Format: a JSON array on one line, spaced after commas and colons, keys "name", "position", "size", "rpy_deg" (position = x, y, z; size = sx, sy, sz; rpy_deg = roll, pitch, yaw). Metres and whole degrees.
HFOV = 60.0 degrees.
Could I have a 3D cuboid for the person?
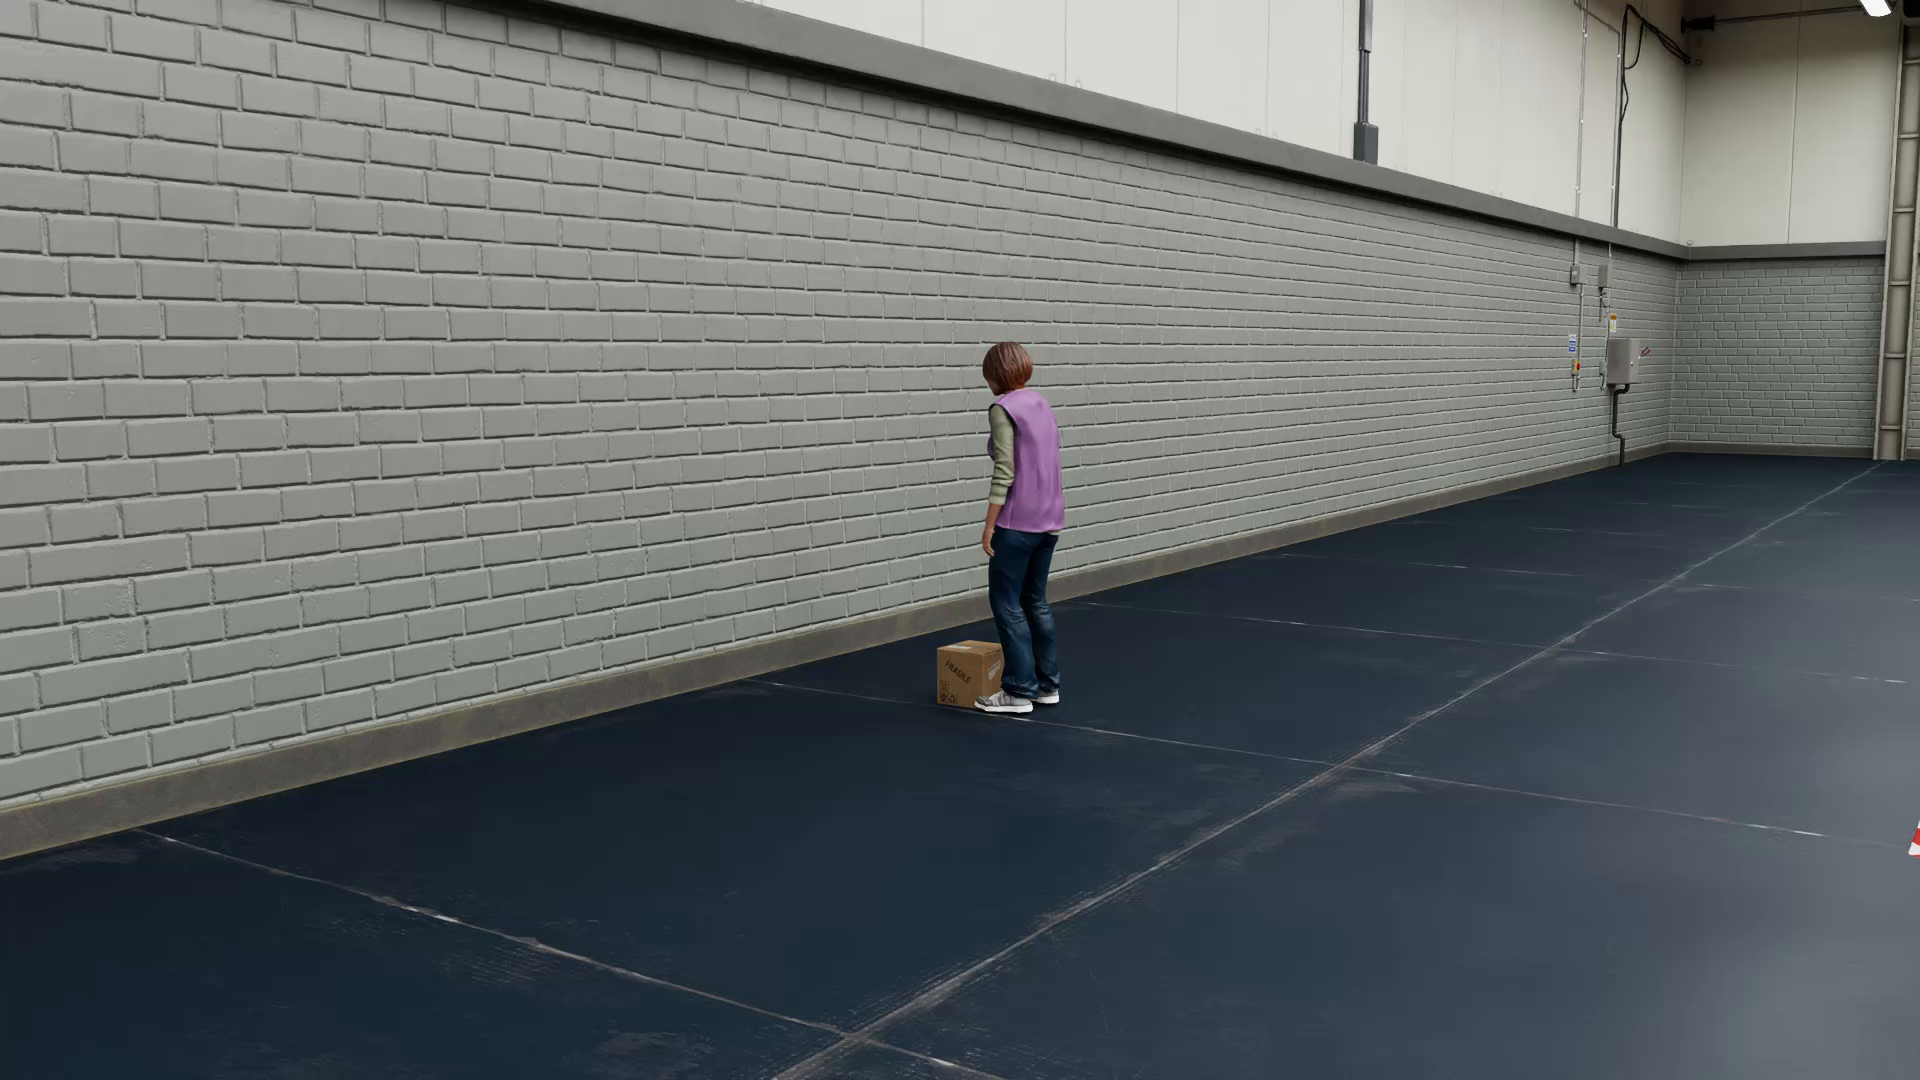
[{"name": "person", "position": [0.263, -0.054, 7.175], "size": [0.348, 1.592, 0.465], "rpy_deg": [5, 8, 36]}]
